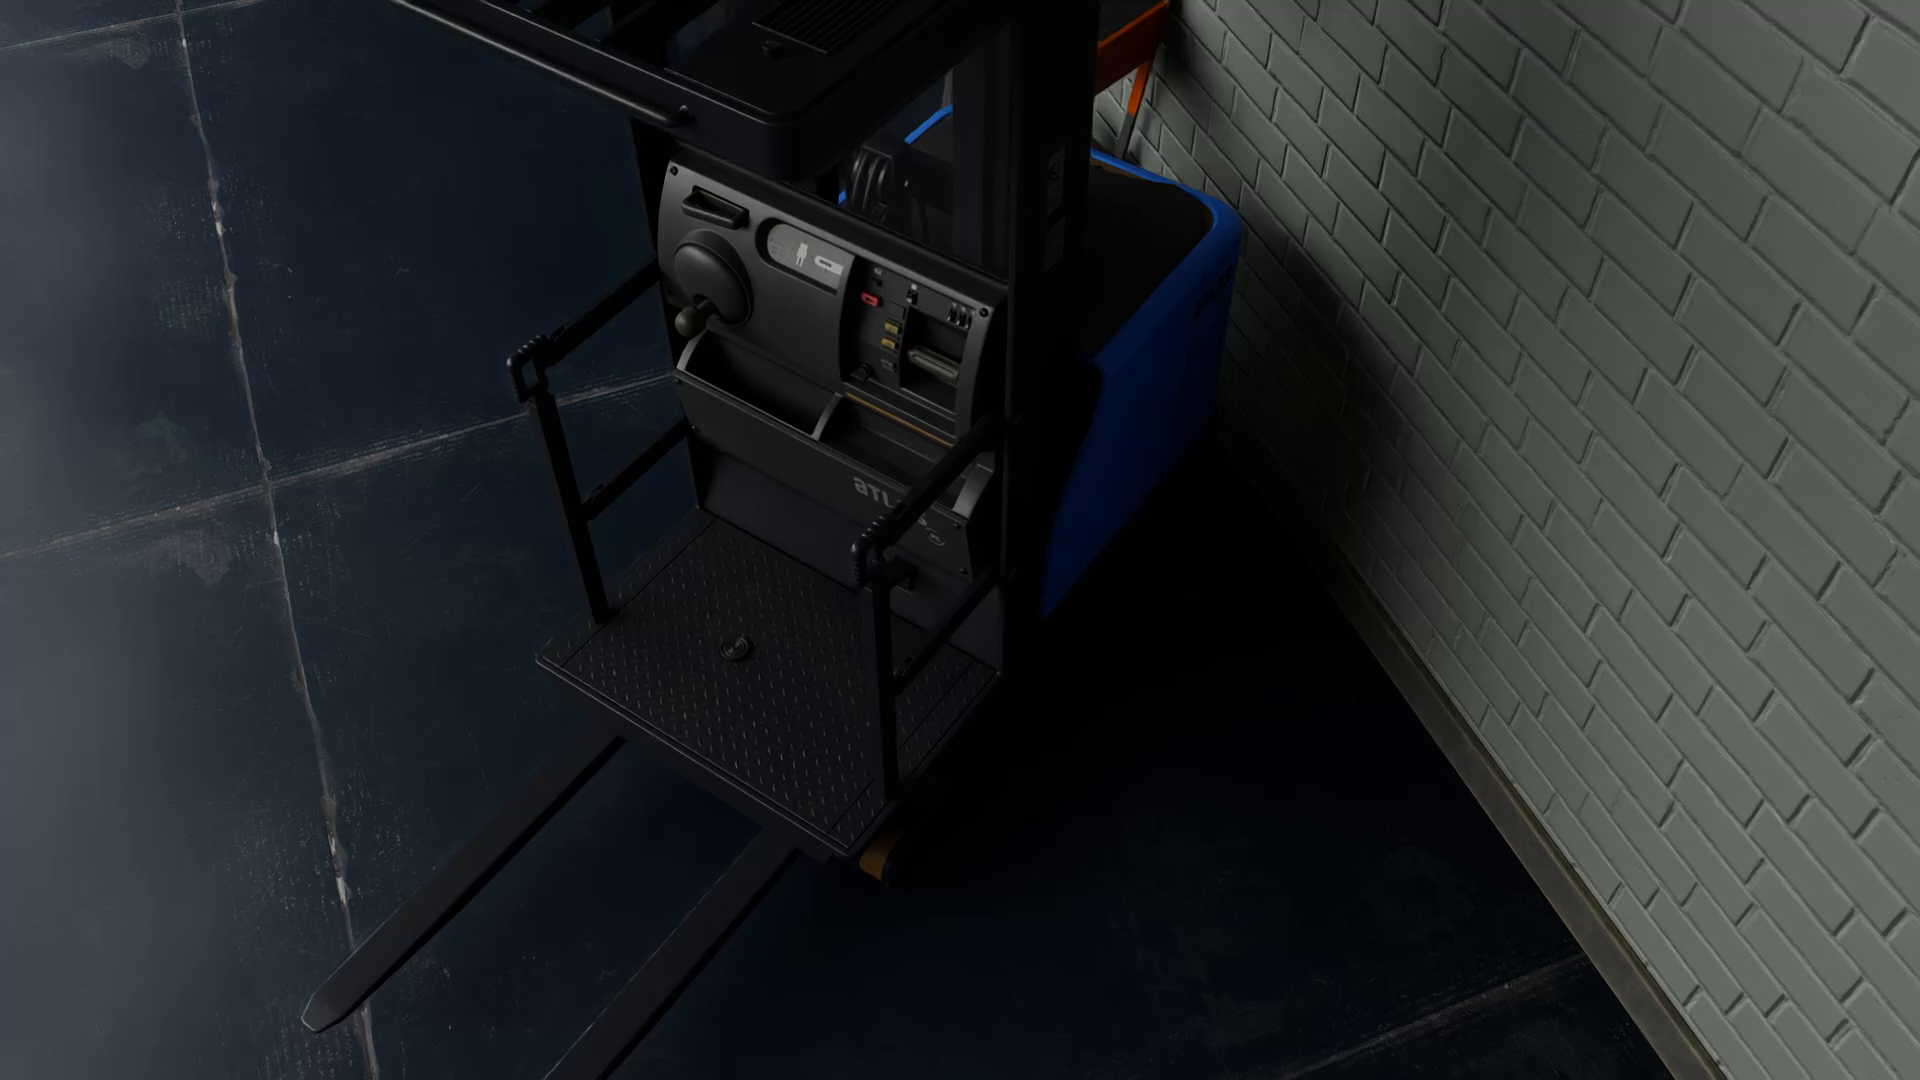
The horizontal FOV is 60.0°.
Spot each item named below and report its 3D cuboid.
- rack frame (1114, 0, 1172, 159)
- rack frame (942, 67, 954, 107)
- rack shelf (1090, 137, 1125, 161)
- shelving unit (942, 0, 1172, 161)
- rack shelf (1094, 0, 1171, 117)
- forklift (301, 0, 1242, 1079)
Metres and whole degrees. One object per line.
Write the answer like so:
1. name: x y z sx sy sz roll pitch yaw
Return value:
1. rack frame: 0.465 -1.641 5.197 0.015 2.100 0.400 -39 73 -23
2. rack frame: 0.115 -1.361 5.003 0.015 2.100 0.400 -39 73 -23
3. rack shelf: 0.210 -1.167 5.726 0.480 0.518 0.431 -39 73 -23
4. shelving unit: 0.290 -1.501 5.100 0.503 2.100 0.431 -39 73 -23
5. rack shelf: 0.288 -1.495 5.112 0.480 0.518 0.431 -39 73 -23
6. forklift: -0.444 -0.465 3.717 1.130 2.935 3.031 28 55 22
